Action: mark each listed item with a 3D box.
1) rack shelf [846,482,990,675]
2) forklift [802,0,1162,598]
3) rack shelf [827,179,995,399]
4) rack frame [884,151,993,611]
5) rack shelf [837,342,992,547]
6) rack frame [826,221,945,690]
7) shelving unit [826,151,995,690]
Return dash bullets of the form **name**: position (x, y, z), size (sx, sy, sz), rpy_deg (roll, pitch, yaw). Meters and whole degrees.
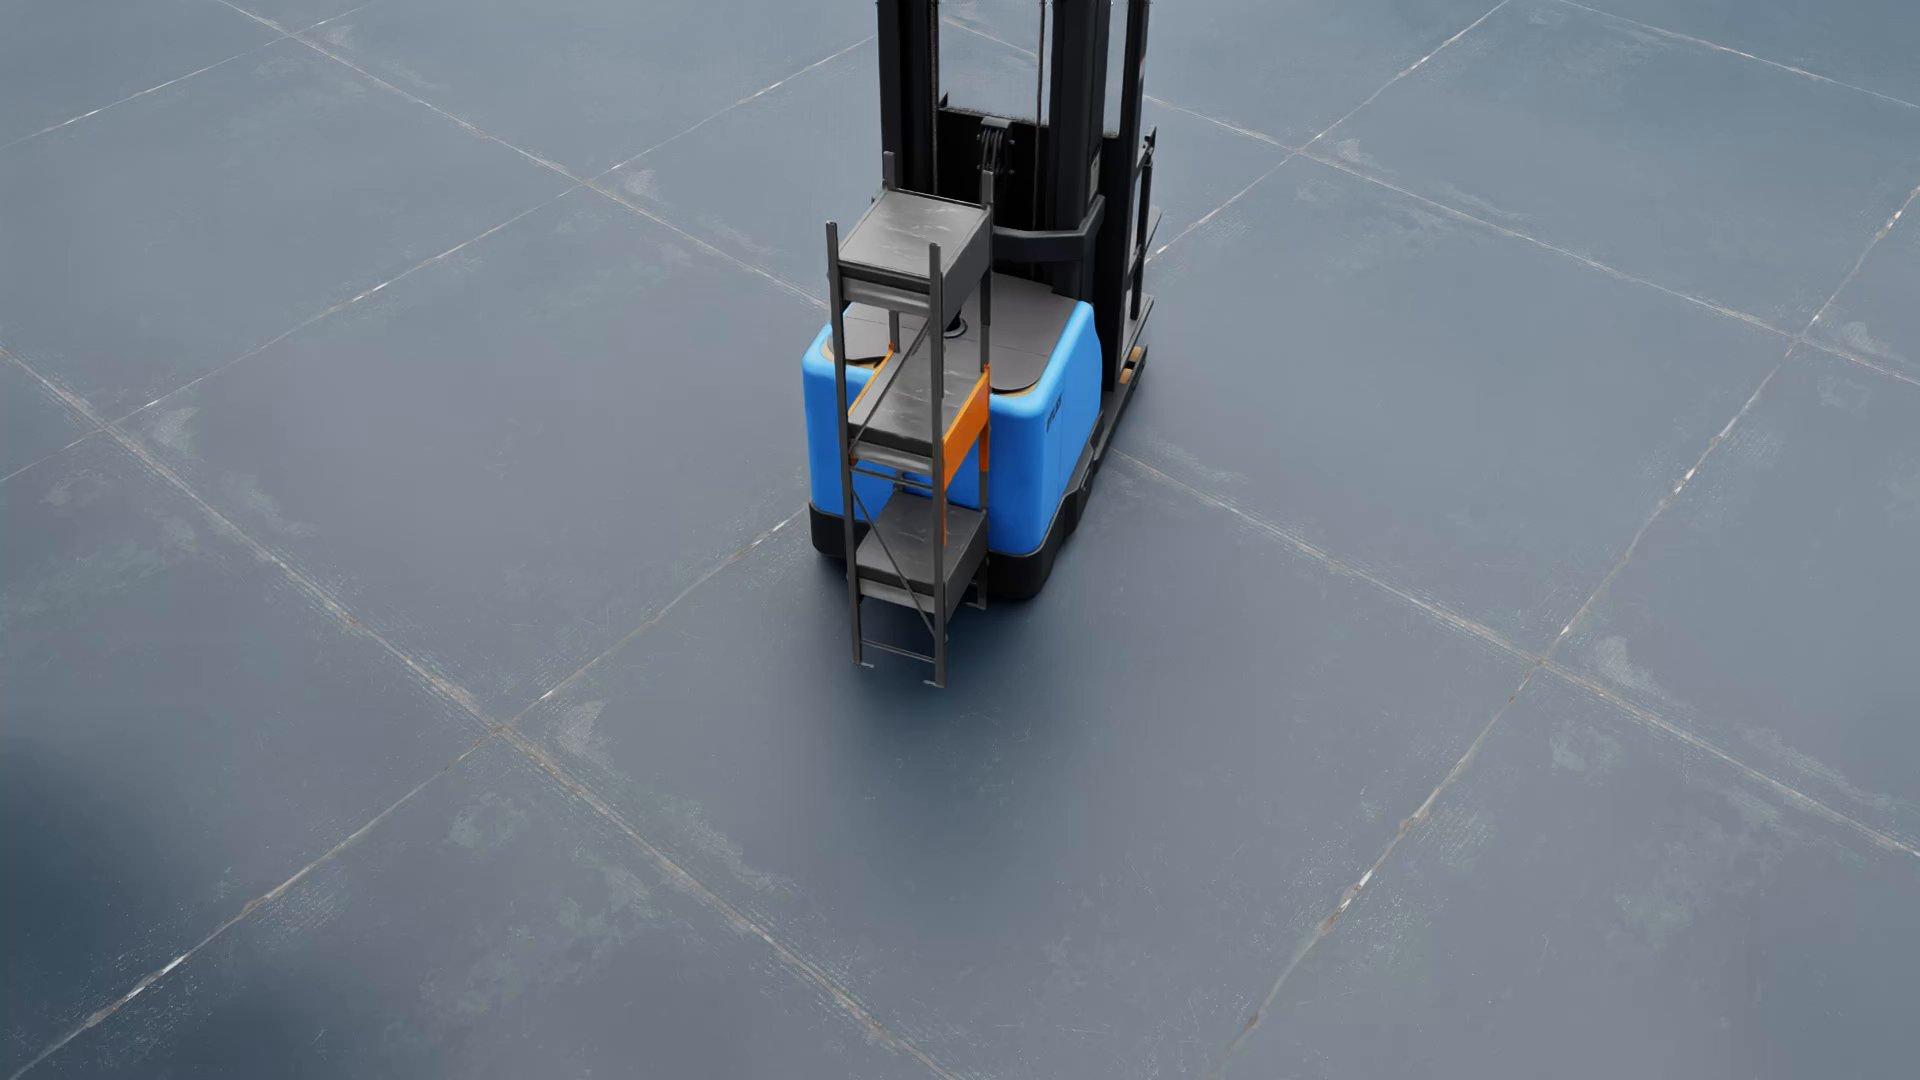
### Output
- **rack shelf**: position (-0.164, 0.154, 6.763), size (0.431, 0.518, 0.480), rpy_deg (14, 44, 15)
- **forklift**: position (0.299, -1.842, 7.280), size (1.130, 2.935, 3.031), rpy_deg (13, 44, 14)
- **rack shelf**: position (-0.164, -0.882, 5.821), size (0.431, 0.518, 0.480), rpy_deg (14, 44, 15)
- **rack frame**: position (-0.077, -0.527, 6.451), size (0.400, 2.100, 0.015), rpy_deg (14, 44, 15)
- **rack shelf**: position (-0.164, -0.364, 6.292), size (0.431, 0.518, 0.480), rpy_deg (14, 44, 15)
- **rack frame**: position (-0.251, -0.221, 6.114), size (0.400, 2.100, 0.015), rpy_deg (14, 44, 15)
- **shelving unit**: position (-0.164, -0.374, 6.283), size (0.431, 2.100, 0.503), rpy_deg (14, 44, 15)
